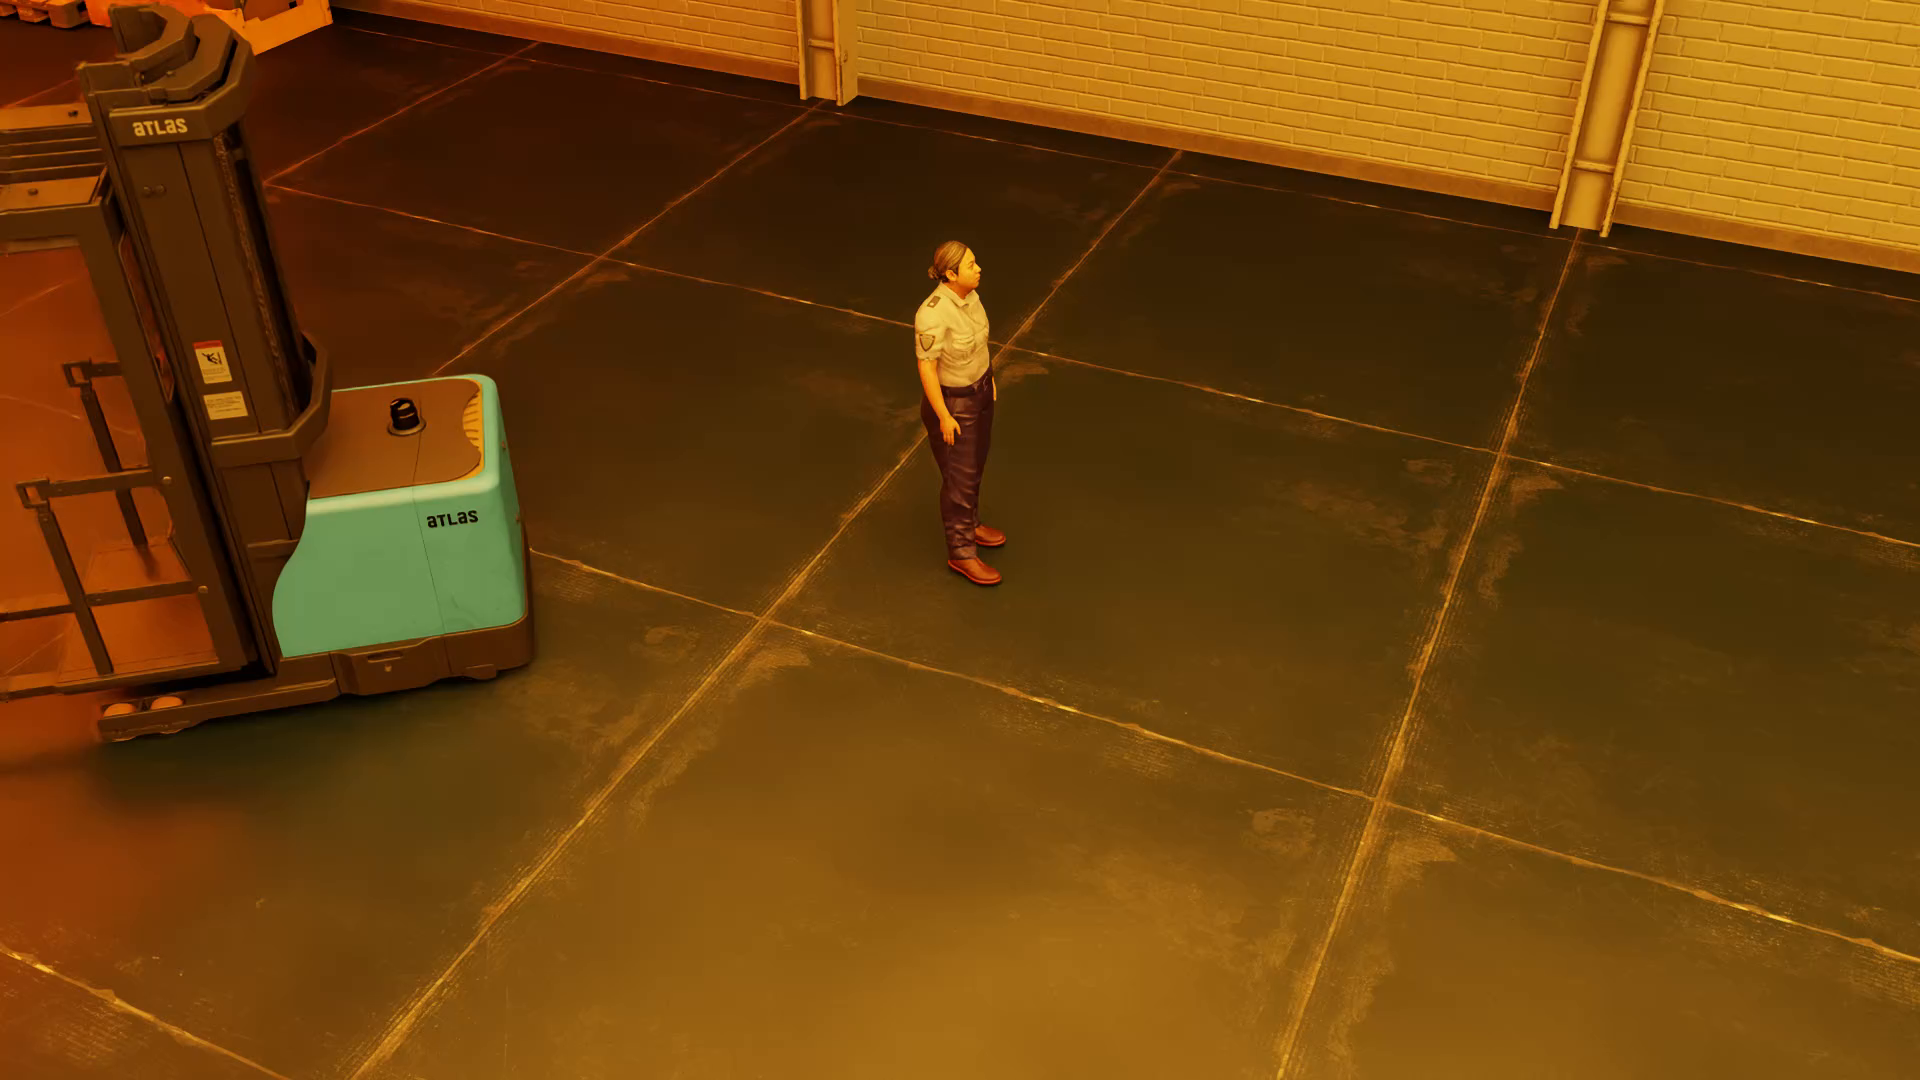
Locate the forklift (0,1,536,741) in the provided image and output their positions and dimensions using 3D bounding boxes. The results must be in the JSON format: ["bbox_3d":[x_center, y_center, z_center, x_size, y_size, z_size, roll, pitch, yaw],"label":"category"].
[{"bbox_3d":[-3.551,-0.643,6.989,3.031,2.935,1.130,-8,36,-11],"label":"forklift"}]

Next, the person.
[{"bbox_3d":[0.072,-0.641,8.082,0.503,1.643,0.598,15,38,20],"label":"person"}]
